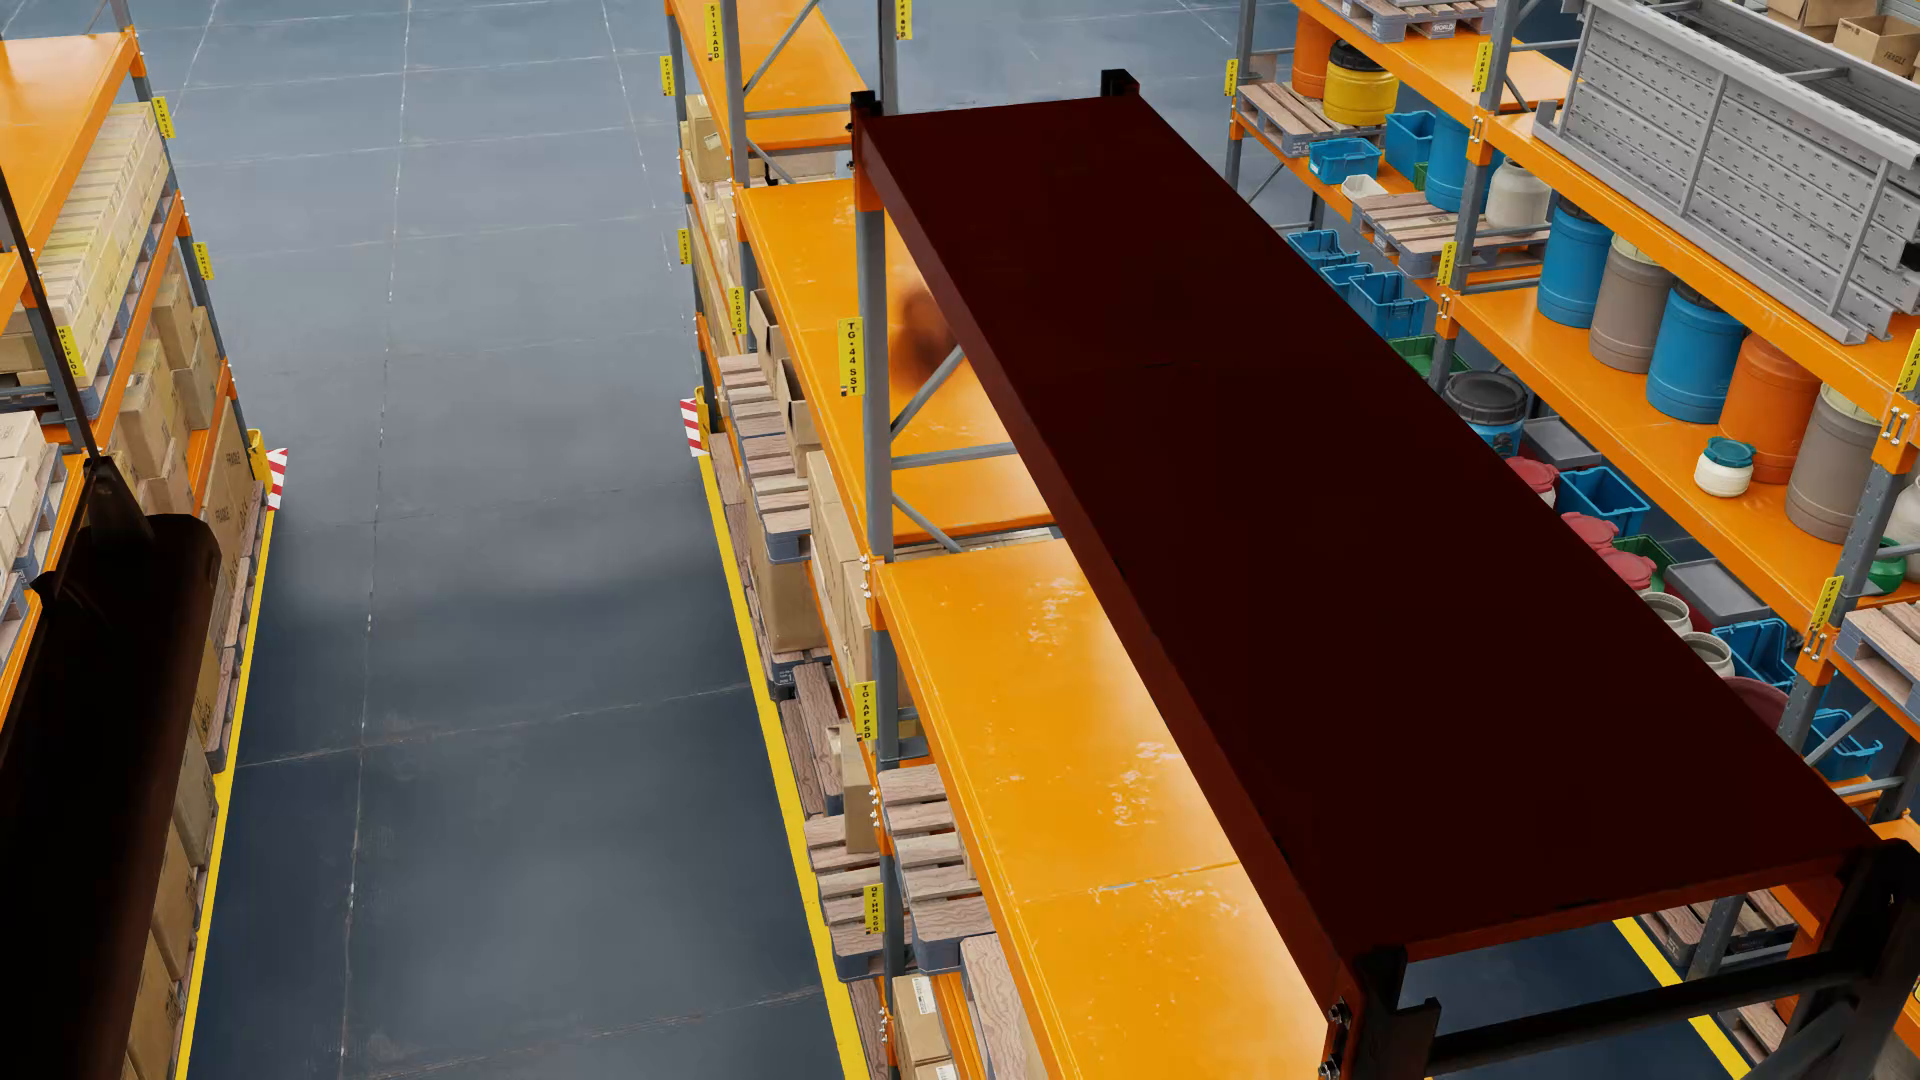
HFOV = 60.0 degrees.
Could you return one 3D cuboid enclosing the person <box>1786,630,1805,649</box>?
[{"bbox_3d":[6.507,0.106,12.451,0.569,1.661,0.655,-17,38,-23],"label":"person"}]
